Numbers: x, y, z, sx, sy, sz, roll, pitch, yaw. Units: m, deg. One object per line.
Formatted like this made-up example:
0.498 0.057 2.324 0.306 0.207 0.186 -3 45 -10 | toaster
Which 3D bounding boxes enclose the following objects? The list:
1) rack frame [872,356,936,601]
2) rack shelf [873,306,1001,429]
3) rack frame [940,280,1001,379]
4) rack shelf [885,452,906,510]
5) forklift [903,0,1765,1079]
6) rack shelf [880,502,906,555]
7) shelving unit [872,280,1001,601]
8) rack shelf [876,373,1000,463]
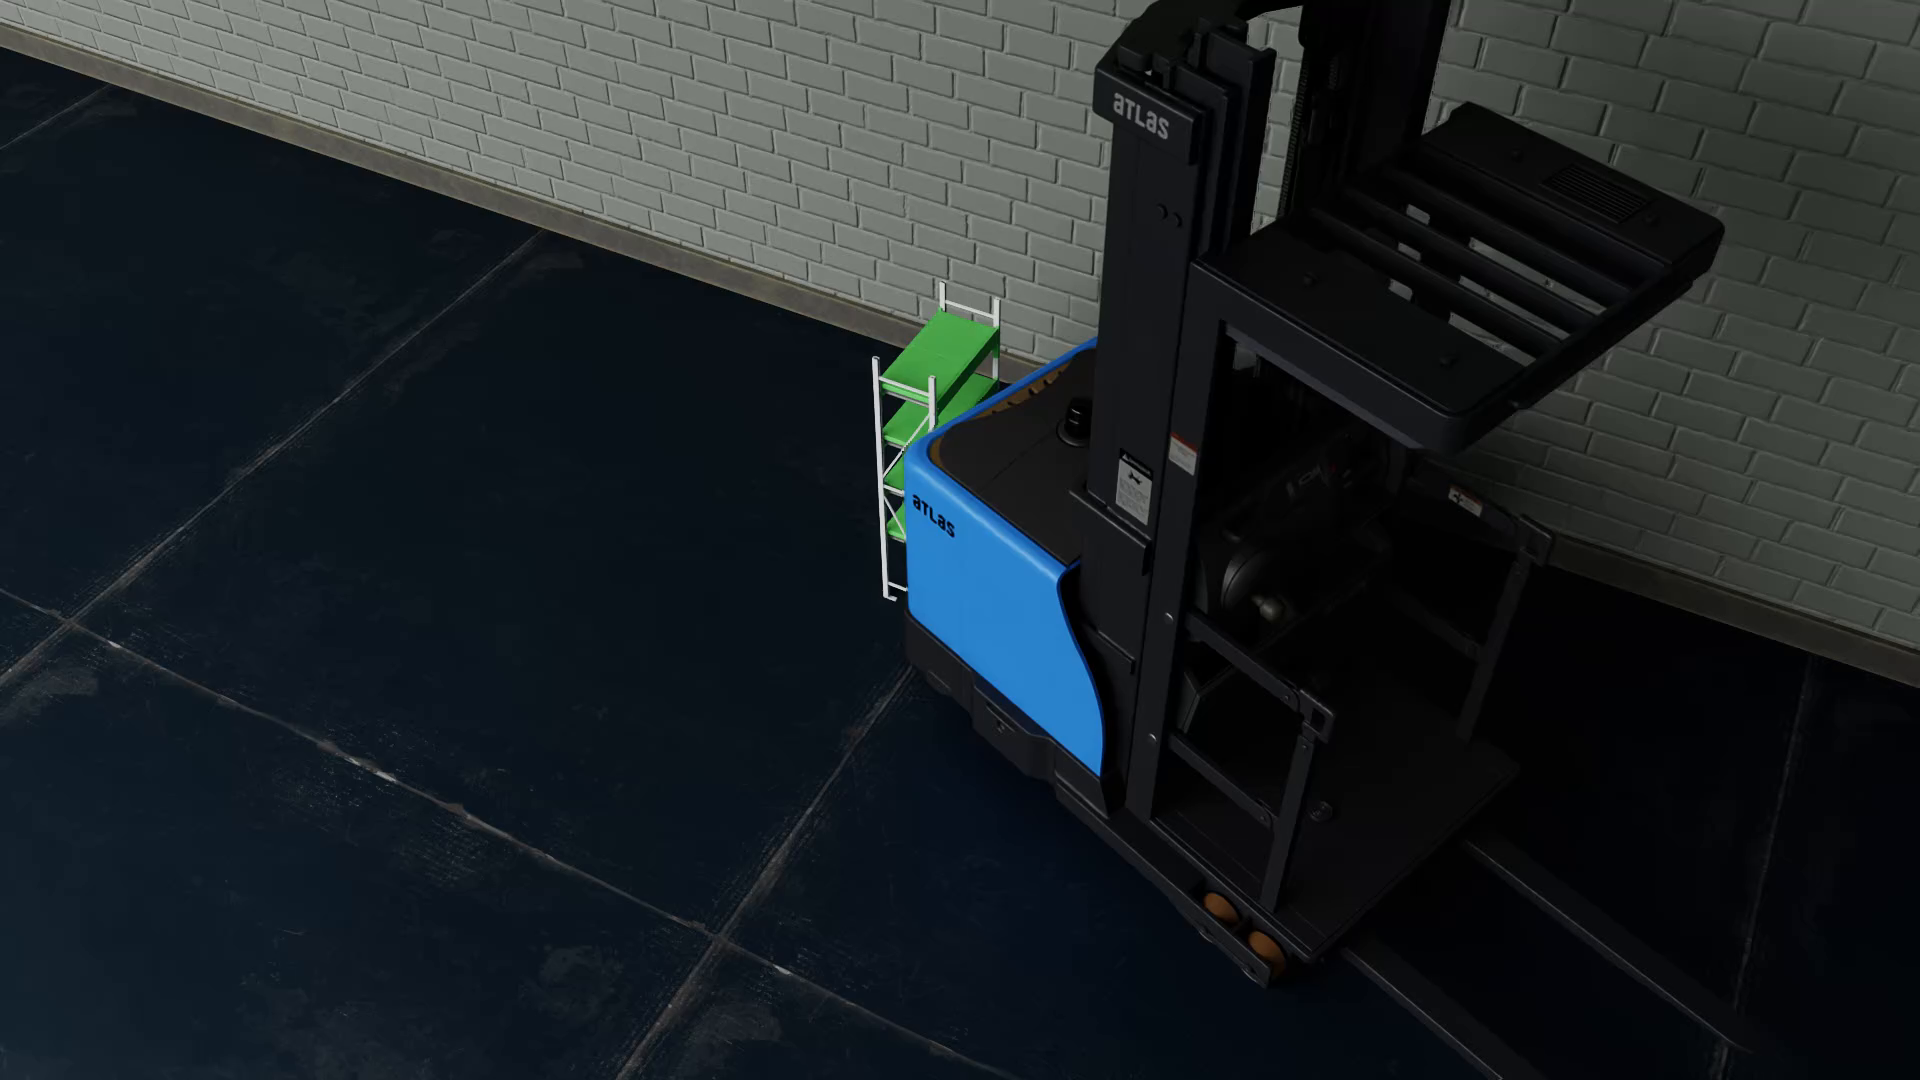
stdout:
-0.190 -0.164 6.068 0.240 1.200 0.015 20 49 19 | rack frame
-0.077 -0.610 5.924 0.258 0.148 0.480 20 49 19 | rack shelf
0.036 -0.471 6.372 0.240 1.200 0.015 20 49 19 | rack frame
-0.077 -0.273 6.266 0.258 0.148 0.480 20 49 19 | rack shelf
1.148 -0.023 4.712 1.130 2.935 3.031 -32 54 -28 | forklift
-0.077 -0.104 6.436 0.258 0.148 0.480 20 49 19 | rack shelf
-0.077 -0.317 6.220 0.258 1.200 0.503 20 49 19 | shelving unit
-0.077 -0.441 6.095 0.258 0.148 0.480 20 49 19 | rack shelf
